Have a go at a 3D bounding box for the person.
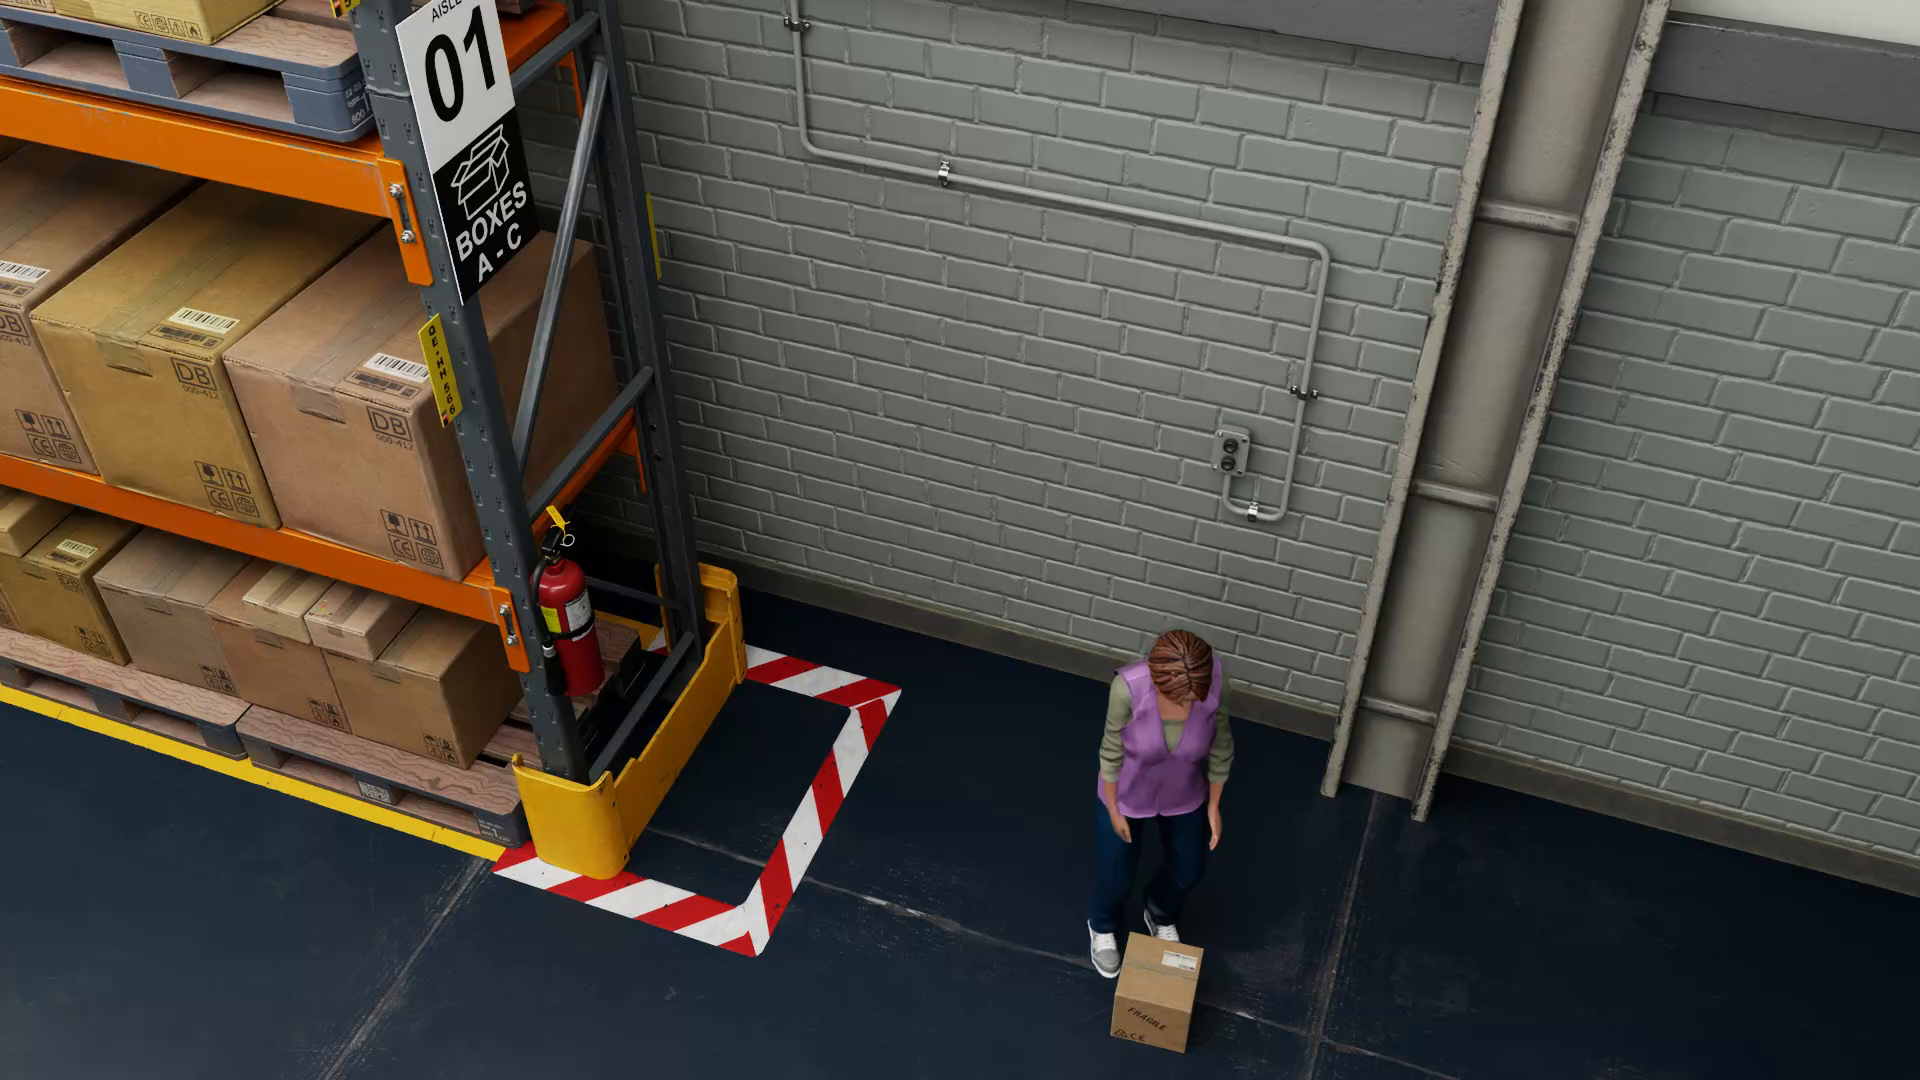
[{"bbox_3d":[0.636,0.821,5.289,0.423,1.568,0.367,-5,42,-5],"label":"person"}]
